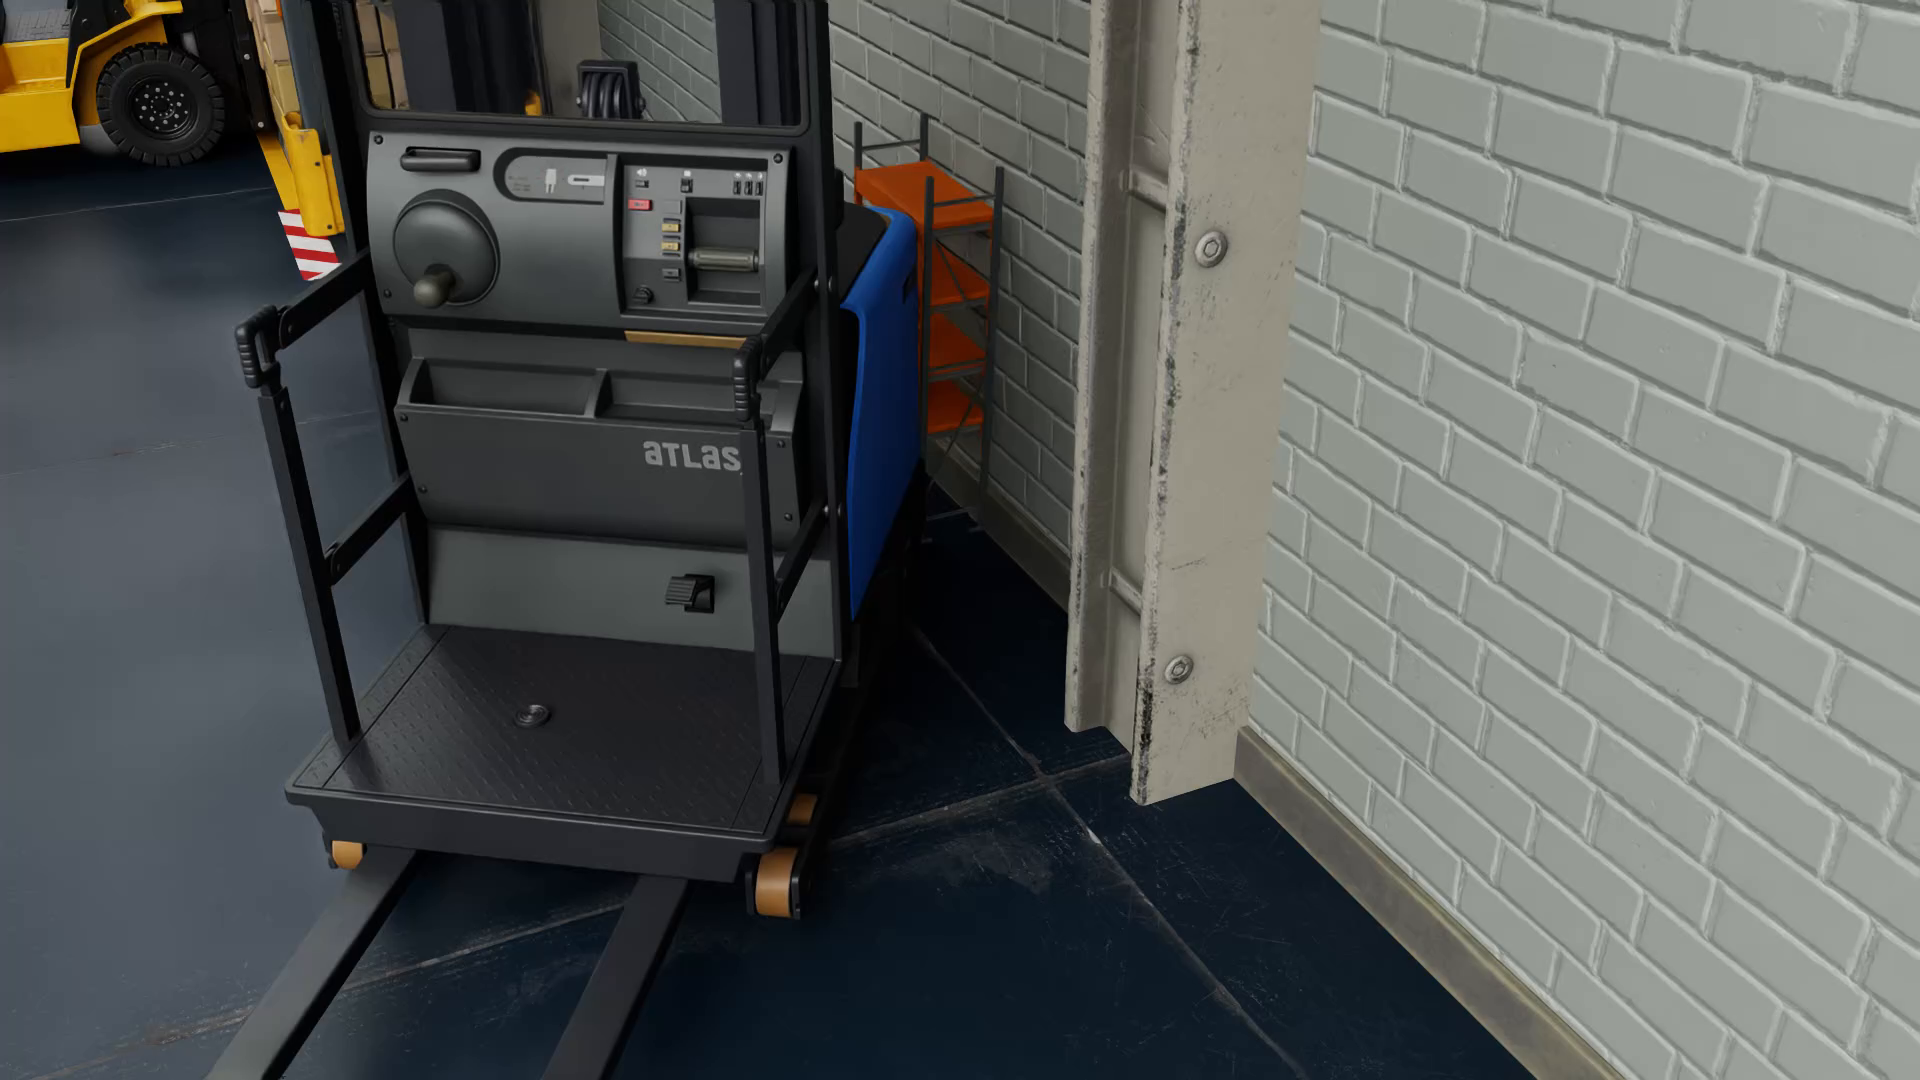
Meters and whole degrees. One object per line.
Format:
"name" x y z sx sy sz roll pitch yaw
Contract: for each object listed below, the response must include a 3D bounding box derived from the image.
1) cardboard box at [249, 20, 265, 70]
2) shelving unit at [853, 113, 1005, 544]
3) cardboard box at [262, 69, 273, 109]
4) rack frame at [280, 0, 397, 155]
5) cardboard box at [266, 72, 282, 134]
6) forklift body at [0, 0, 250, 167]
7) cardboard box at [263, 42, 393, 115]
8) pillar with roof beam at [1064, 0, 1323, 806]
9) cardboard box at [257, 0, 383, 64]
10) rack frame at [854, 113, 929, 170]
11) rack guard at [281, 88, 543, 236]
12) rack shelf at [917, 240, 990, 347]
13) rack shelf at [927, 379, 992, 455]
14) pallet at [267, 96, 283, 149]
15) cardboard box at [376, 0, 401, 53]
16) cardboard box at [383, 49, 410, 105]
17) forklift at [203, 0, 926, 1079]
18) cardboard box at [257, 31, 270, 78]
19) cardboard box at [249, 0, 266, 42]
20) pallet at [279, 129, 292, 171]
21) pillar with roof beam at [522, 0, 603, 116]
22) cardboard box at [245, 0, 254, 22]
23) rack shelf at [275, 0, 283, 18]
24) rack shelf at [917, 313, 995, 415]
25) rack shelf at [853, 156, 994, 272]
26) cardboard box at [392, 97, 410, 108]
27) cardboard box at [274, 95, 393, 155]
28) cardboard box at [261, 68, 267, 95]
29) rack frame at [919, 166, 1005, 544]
"cardboard box" -3.532 -2.726 8.916 0.500 0.250 0.500 -14 32 -23
"shelving unit" -0.117 -0.639 5.126 0.258 1.200 0.503 -14 36 -23
"cardboard box" -3.493 -2.497 9.018 0.500 0.250 0.500 -13 32 -21
"rack frame" -2.595 -2.927 7.404 1.000 3.000 0.127 -13 32 -22
"cardboard box" -3.287 -2.274 8.621 0.500 0.250 0.500 -13 32 -22
"forklift body" -5.056 -3.012 8.422 2.313 2.155 1.214 -13 32 -22
"cardboard box" -3.086 -2.279 8.118 0.500 0.250 0.500 -14 32 -23
"pillar with roof beam" -3.392 -2.487 0.484 9.100 9.000 0.400 -13 32 -22
"cardboard box" -3.074 -2.485 7.975 0.500 0.250 0.500 -12 31 -20
"rack frame" -0.227 -0.761 5.307 0.240 1.200 0.015 -14 36 -23
"rack guard" -2.584 -1.827 7.996 1.175 0.500 0.348 -13 32 -22
"rack shelf" -0.111 -0.771 5.041 0.258 0.148 0.480 -14 36 -23
"rack shelf" -0.127 -0.416 5.270 0.258 0.148 0.480 -14 36 -23
"pallet" -3.481 -2.578 9.632 1.003 0.211 1.213 -13 32 -22
"cardboard box" -2.630 -2.599 8.179 0.500 0.250 0.500 -14 32 -23
"cardboard box" -2.609 -2.381 8.299 0.500 0.250 0.500 -12 32 -21
"forklift" -0.847 -0.619 3.357 1.130 2.935 3.031 4 30 8
"cardboard box" -3.292 -2.503 8.517 0.500 0.250 0.500 -13 32 -22
"cardboard box" -3.299 -2.710 8.375 0.500 0.250 0.500 -12 32 -21
"pallet" -2.961 -2.040 8.672 1.003 0.211 1.213 -13 32 -22
"pillar with roof beam" -5.968 -5.137 5.210 9.100 9.000 0.400 -13 32 -22
"cardboard box" -3.524 -2.930 8.769 0.500 0.250 0.500 -13 32 -21
"rack shelf" -3.453 -3.497 9.155 1.077 0.370 4.000 -13 32 -22
"rack shelf" -0.119 -0.583 5.162 0.258 0.148 0.480 -14 36 -23
"rack shelf" -0.103 -0.969 4.913 0.258 0.148 0.480 -14 36 -23
"cardboard box" -2.629 -2.169 8.434 0.500 0.250 0.500 -13 32 -22
"cardboard box" -3.082 -2.053 8.225 0.500 0.250 0.500 -13 32 -22
"cardboard box" -3.737 -2.722 9.419 0.500 0.250 0.500 -12 31 -20
"rack frame" -0.007 -0.518 4.945 0.240 1.200 0.015 -14 36 -23
